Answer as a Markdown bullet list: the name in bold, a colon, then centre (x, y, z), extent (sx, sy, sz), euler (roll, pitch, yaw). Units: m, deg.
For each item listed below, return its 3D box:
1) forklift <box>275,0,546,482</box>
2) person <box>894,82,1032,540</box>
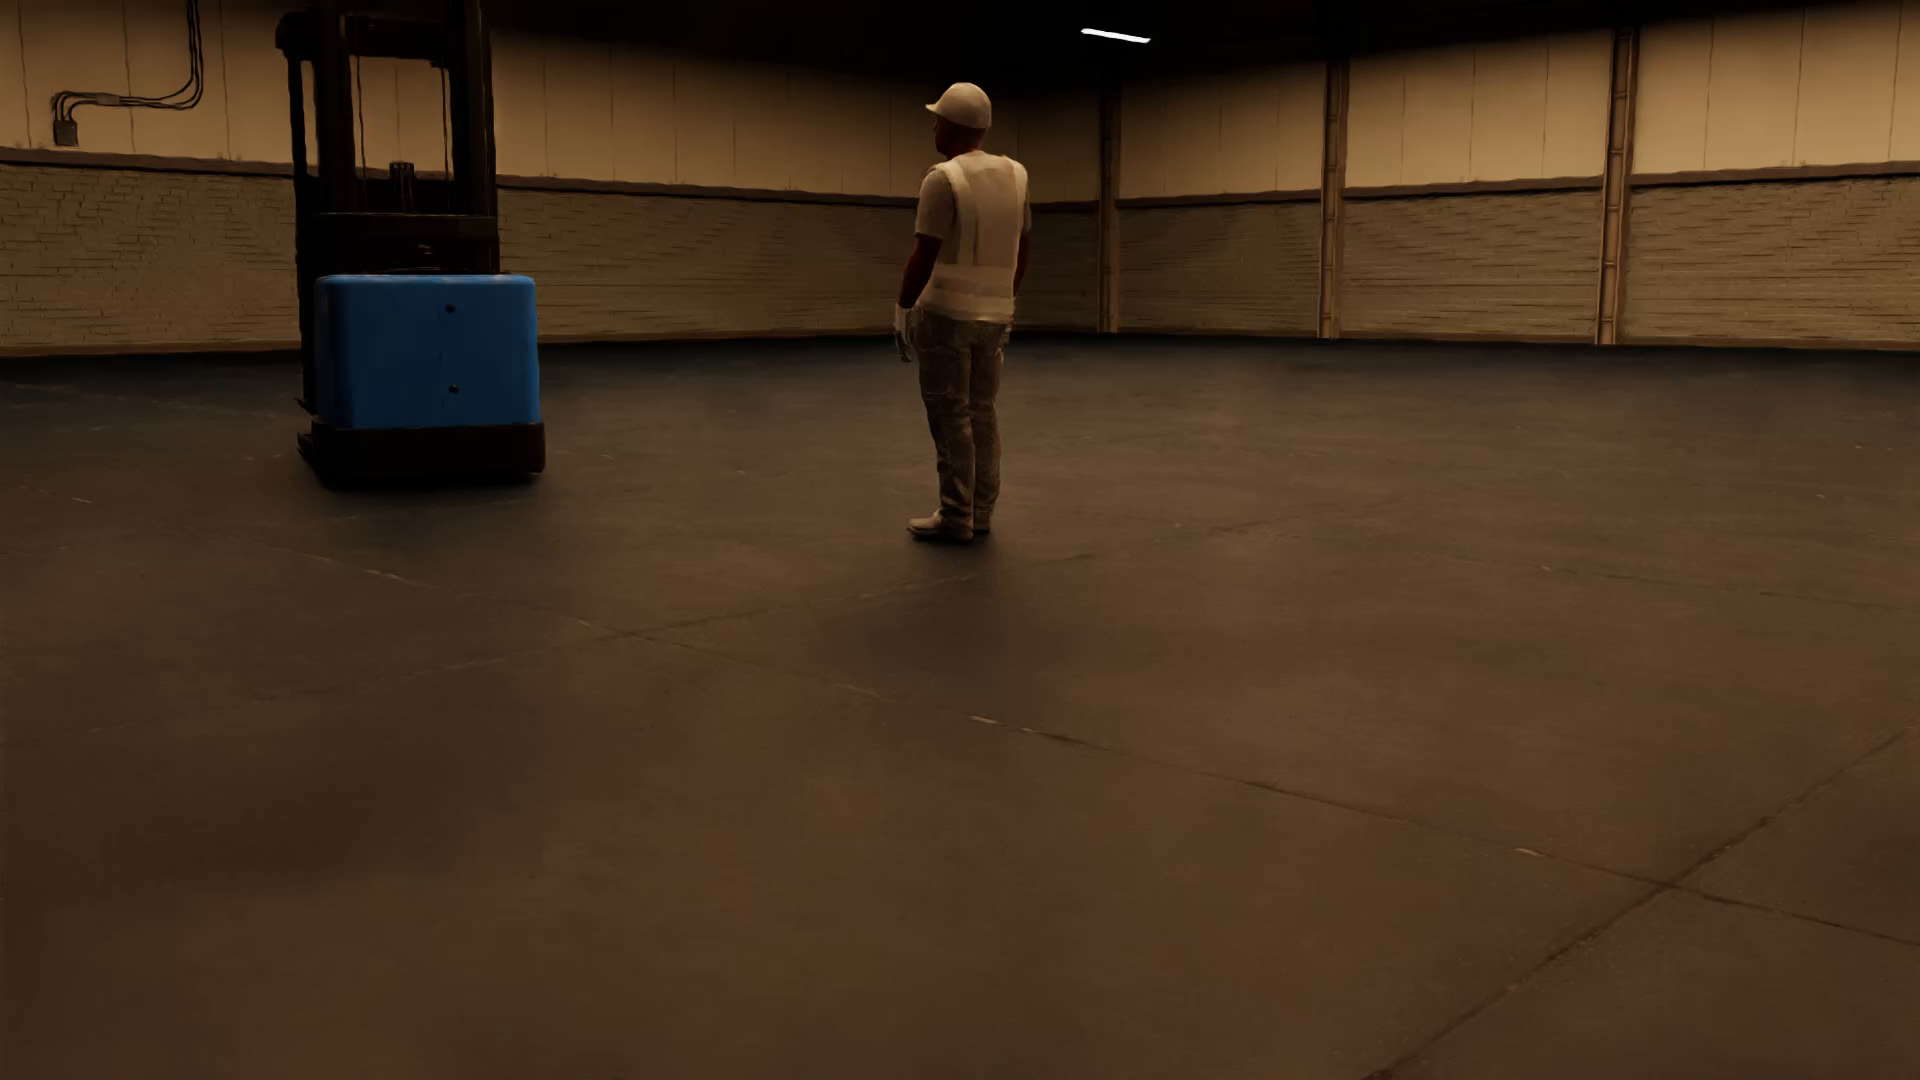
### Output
- **forklift**: centre (-3.293, -1.923, 9.643), extent (1.130, 2.935, 3.031), euler (-4, 10, -26)
- **person**: centre (-0.046, -0.897, 6.639), extent (0.576, 1.782, 0.655), euler (8, 12, 43)
